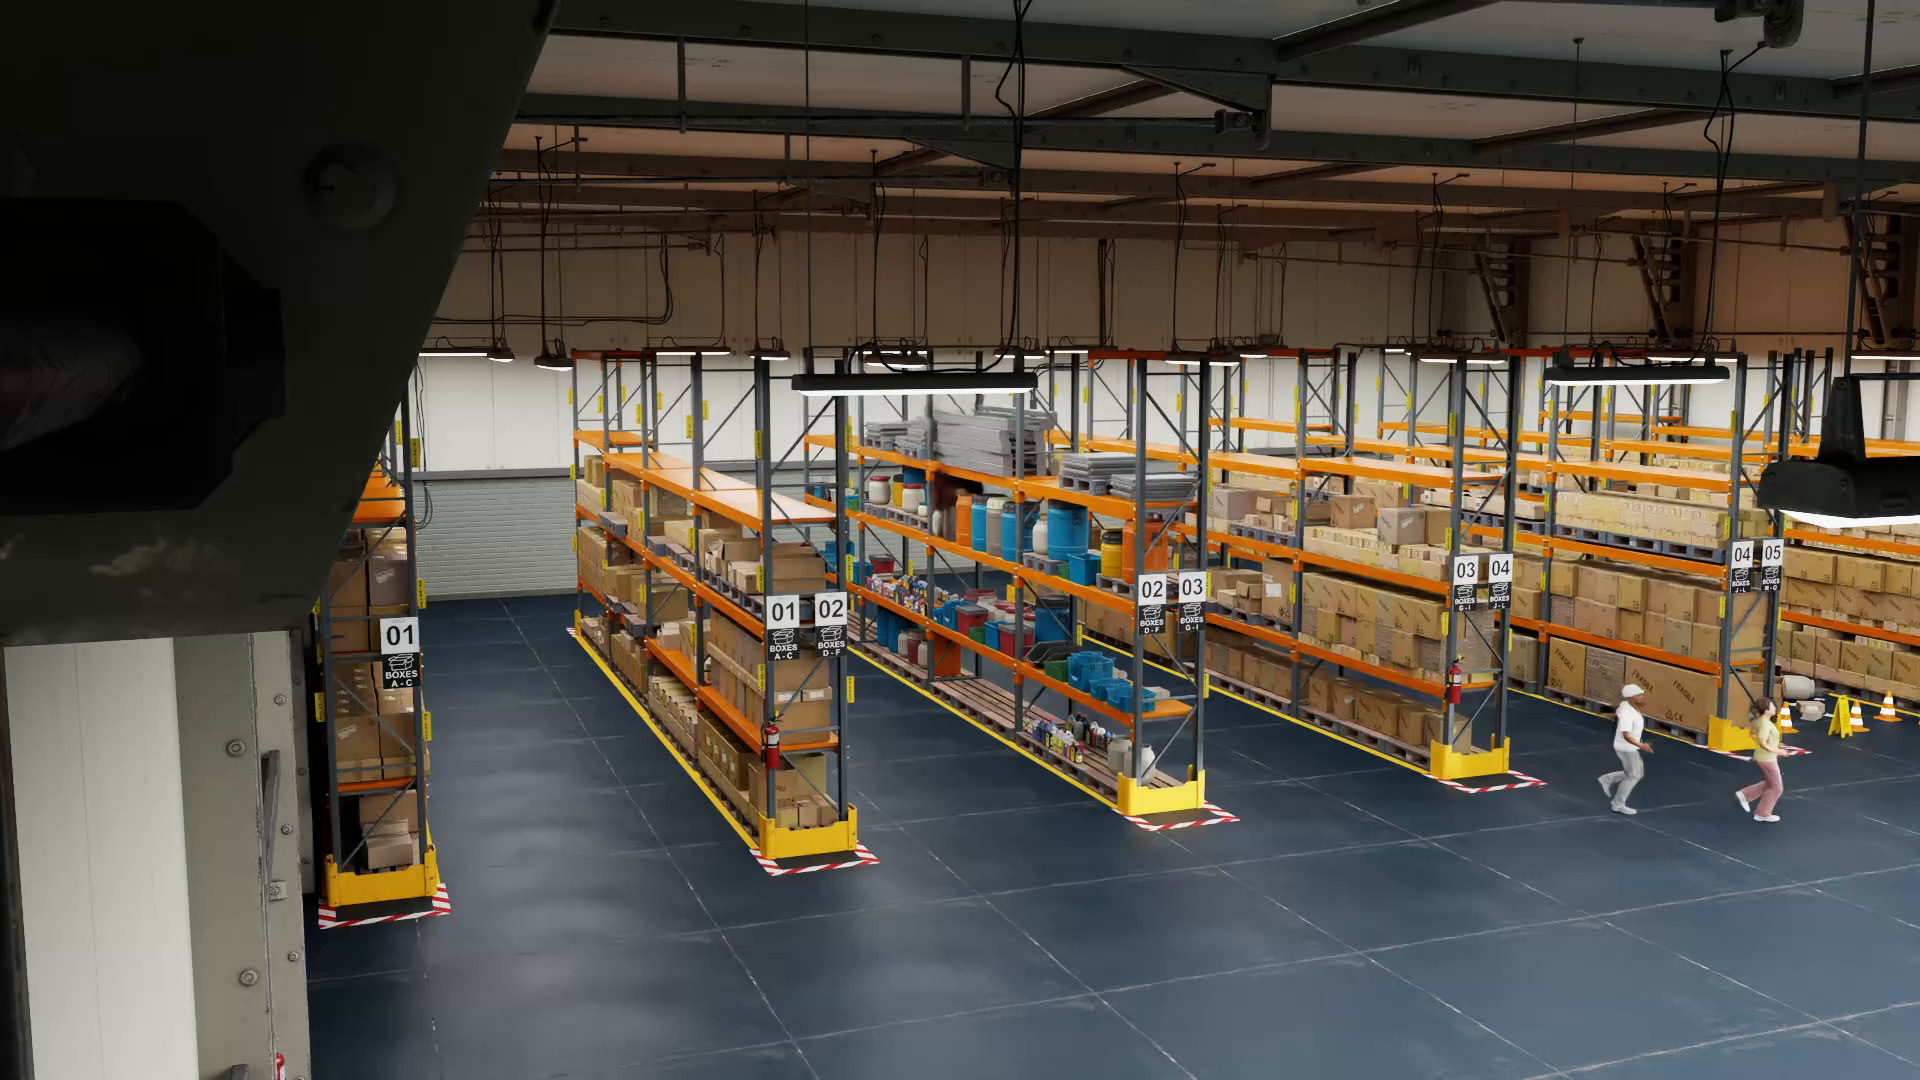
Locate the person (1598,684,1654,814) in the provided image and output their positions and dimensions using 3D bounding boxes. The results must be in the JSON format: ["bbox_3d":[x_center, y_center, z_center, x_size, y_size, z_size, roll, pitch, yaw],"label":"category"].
[{"bbox_3d":[8.826,2.751,22.031,0.666,1.729,0.726,3,8,22],"label":"person"}]

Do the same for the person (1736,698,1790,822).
[{"bbox_3d":[10.424,2.848,21.586,0.567,1.620,0.578,2,7,15],"label":"person"}]
